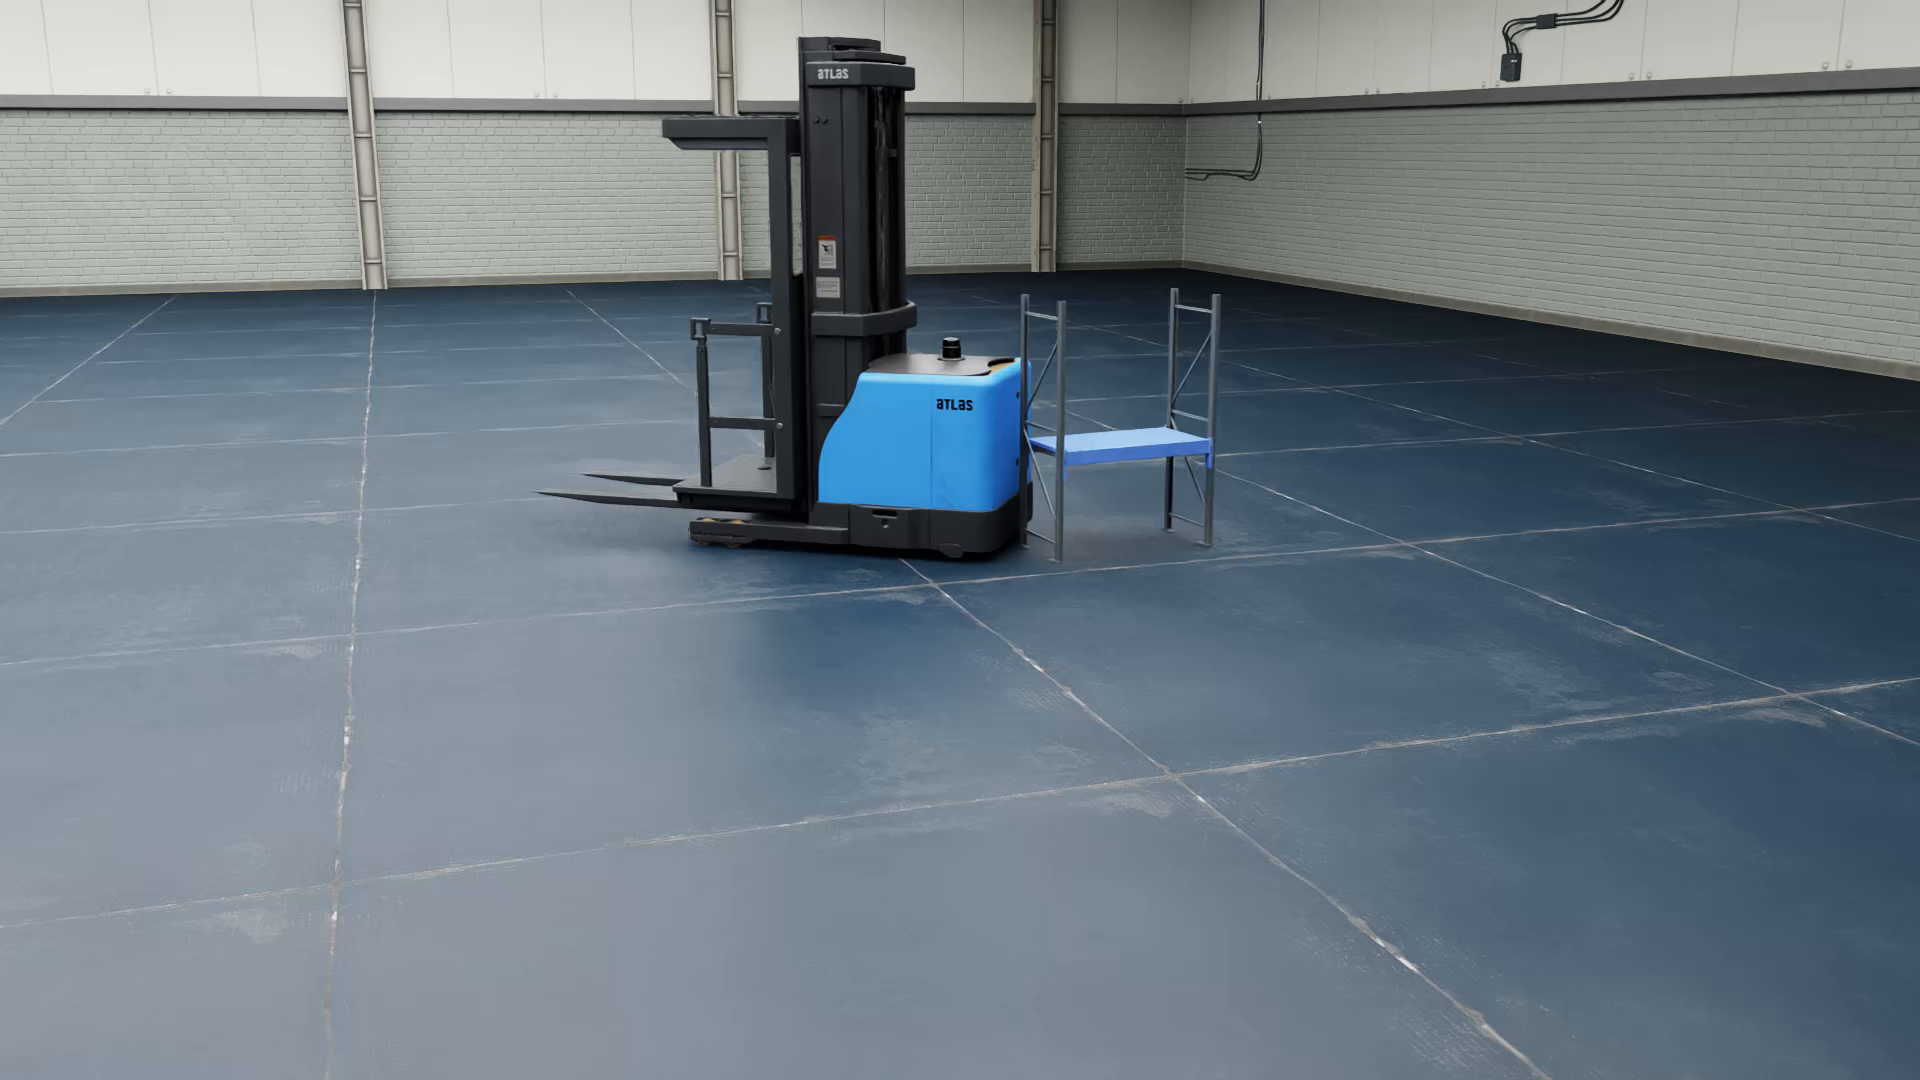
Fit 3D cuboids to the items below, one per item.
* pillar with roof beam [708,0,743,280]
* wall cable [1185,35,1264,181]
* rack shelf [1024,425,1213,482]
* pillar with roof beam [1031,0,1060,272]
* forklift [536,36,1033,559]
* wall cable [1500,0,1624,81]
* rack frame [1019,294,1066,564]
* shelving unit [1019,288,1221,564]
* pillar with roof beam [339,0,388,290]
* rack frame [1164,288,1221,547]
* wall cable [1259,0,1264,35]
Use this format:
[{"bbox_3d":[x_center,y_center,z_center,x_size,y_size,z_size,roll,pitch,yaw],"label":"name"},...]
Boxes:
[{"bbox_3d":[-2.731,-8.088,24.700,0.400,9.000,9.100,-4,14,-18],"label":"pillar with roof beam"},{"bbox_3d":[4.796,-7.892,30.586,0.112,2.526,3.097,-4,14,-18],"label":"wall cable"},{"bbox_3d":[0.934,-0.520,9.865,1.000,0.185,0.538,-6,15,-24],"label":"rack shelf"},{"bbox_3d":[2.956,-8.531,26.562,0.400,9.000,9.100,-4,14,-18],"label":"pillar with roof beam"},{"bbox_3d":[-1.123,-1.490,10.071,3.031,2.935,1.130,4,14,15],"label":"forklift"},{"bbox_3d":[7.809,-8.974,21.075,0.169,6.003,2.305,-4,14,-18],"label":"wall cable"},{"bbox_3d":[0.473,-0.645,9.615,0.032,1.500,0.500,-6,15,-24],"label":"rack frame"},{"bbox_3d":[0.934,-0.695,9.823,1.048,1.500,0.538,-6,15,-24],"label":"shelving unit"},{"bbox_3d":[-8.418,-7.645,22.839,0.400,9.000,9.100,-4,14,-18],"label":"pillar with roof beam"},{"bbox_3d":[1.395,-0.744,10.031,0.032,1.500,0.500,-6,15,-24],"label":"rack frame"},{"bbox_3d":[5.659,-9.756,27.507,0.112,2.526,3.097,-4,14,-18],"label":"wall cable"}]
